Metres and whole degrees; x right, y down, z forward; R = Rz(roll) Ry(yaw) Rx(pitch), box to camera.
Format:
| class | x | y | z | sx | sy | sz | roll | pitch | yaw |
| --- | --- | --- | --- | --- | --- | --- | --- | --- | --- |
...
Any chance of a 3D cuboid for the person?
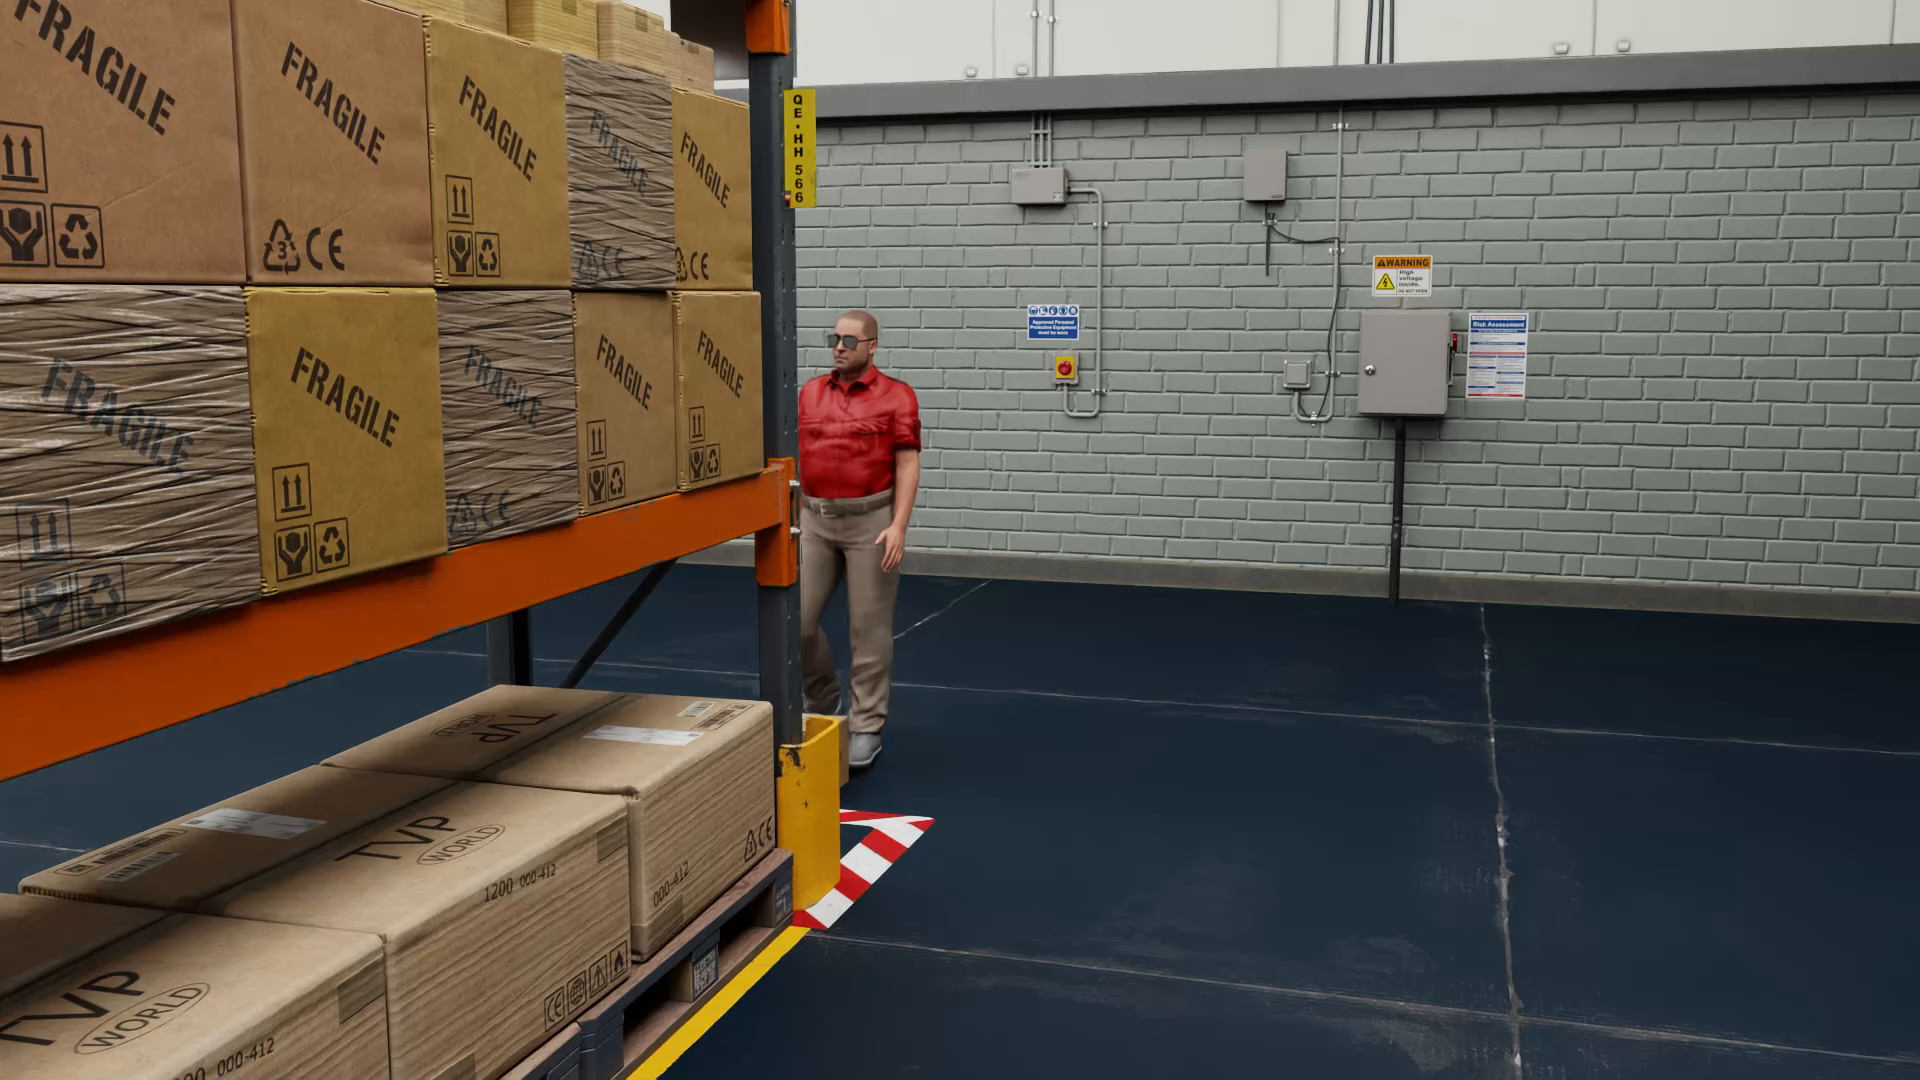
| class | x | y | z | sx | sy | sz | roll | pitch | yaw |
| --- | --- | --- | --- | --- | --- | --- | --- | --- | --- |
| person | -0.444 | 0.004 | 6.391 | 0.560 | 1.762 | 0.537 | 2 | 9 | 16 |
